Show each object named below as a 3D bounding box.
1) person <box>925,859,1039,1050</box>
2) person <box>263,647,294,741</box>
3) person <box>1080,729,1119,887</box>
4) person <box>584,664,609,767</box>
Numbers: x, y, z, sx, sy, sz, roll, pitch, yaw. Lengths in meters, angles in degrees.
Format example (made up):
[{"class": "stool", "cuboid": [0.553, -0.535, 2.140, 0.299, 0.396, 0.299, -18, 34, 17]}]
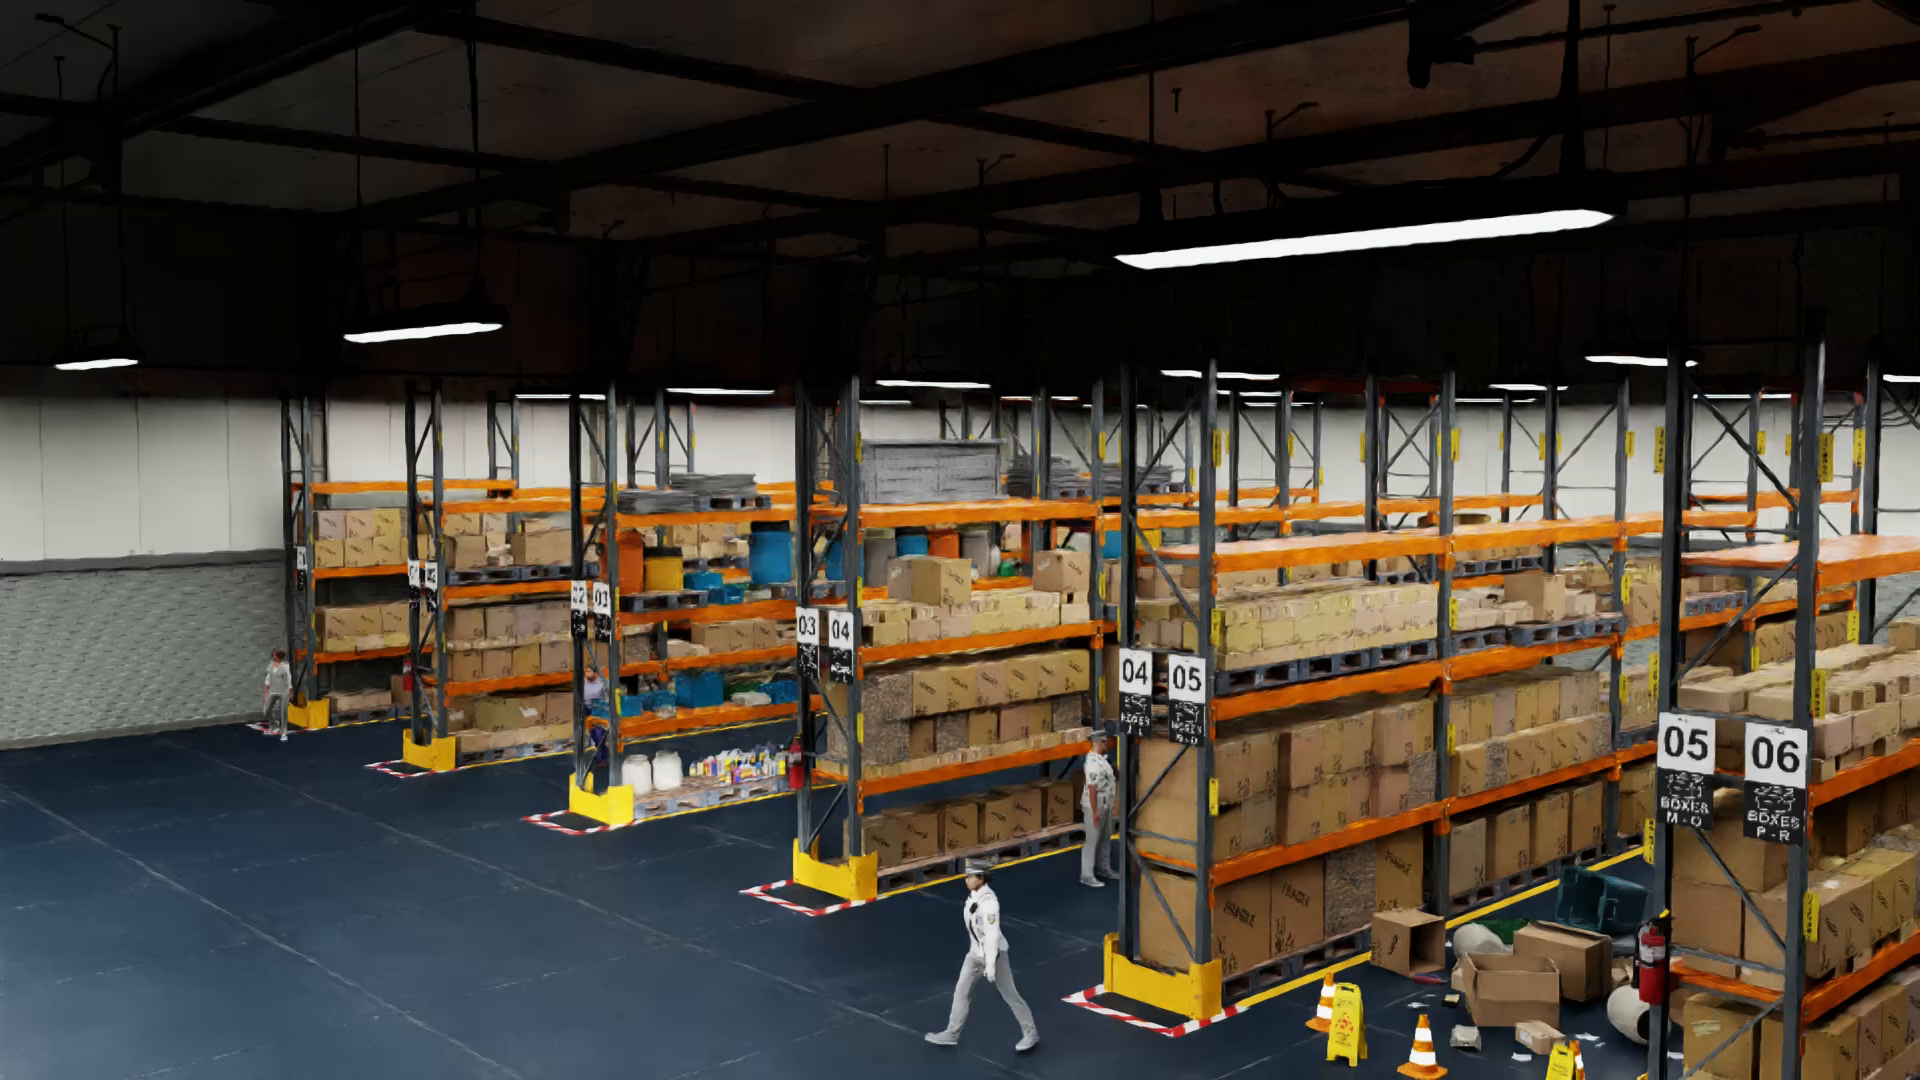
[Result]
[{"class": "person", "cuboid": [0.203, 3.458, 13.920, 0.927, 1.619, 0.525, -1, 4, -19]}, {"class": "person", "cuboid": [-11.517, 2.580, 28.008, 0.586, 1.588, 0.469, 0, 4, 4]}, {"class": "person", "cuboid": [1.620, 3.055, 19.086, 0.476, 1.758, 0.593, 1, 4, 16]}, {"class": "person", "cuboid": [-5.654, 2.706, 25.979, 0.647, 1.588, 0.770, 2, 4, 25]}]
